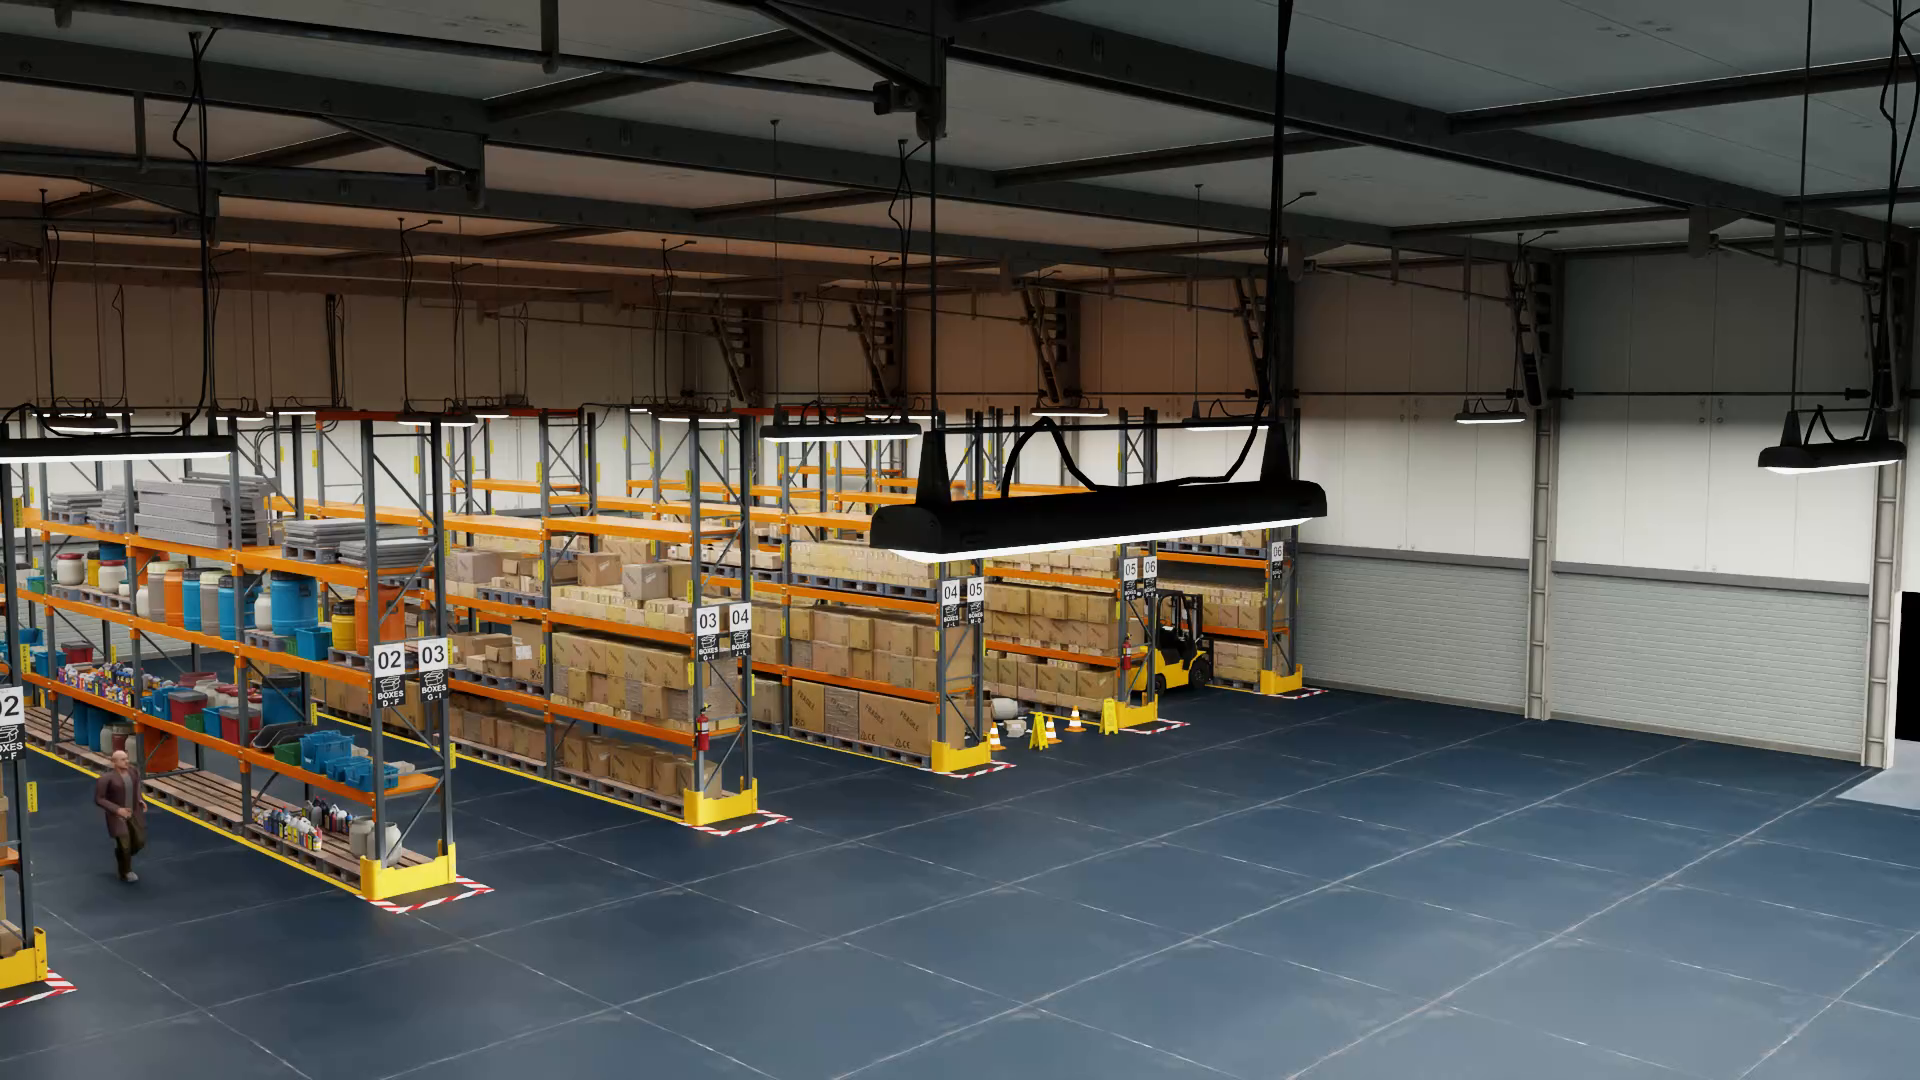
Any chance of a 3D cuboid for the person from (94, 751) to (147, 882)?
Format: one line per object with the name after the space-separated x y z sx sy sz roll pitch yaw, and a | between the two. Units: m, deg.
-10.877 3.563 21.521 0.626 1.729 0.711 3 6 31 | person
